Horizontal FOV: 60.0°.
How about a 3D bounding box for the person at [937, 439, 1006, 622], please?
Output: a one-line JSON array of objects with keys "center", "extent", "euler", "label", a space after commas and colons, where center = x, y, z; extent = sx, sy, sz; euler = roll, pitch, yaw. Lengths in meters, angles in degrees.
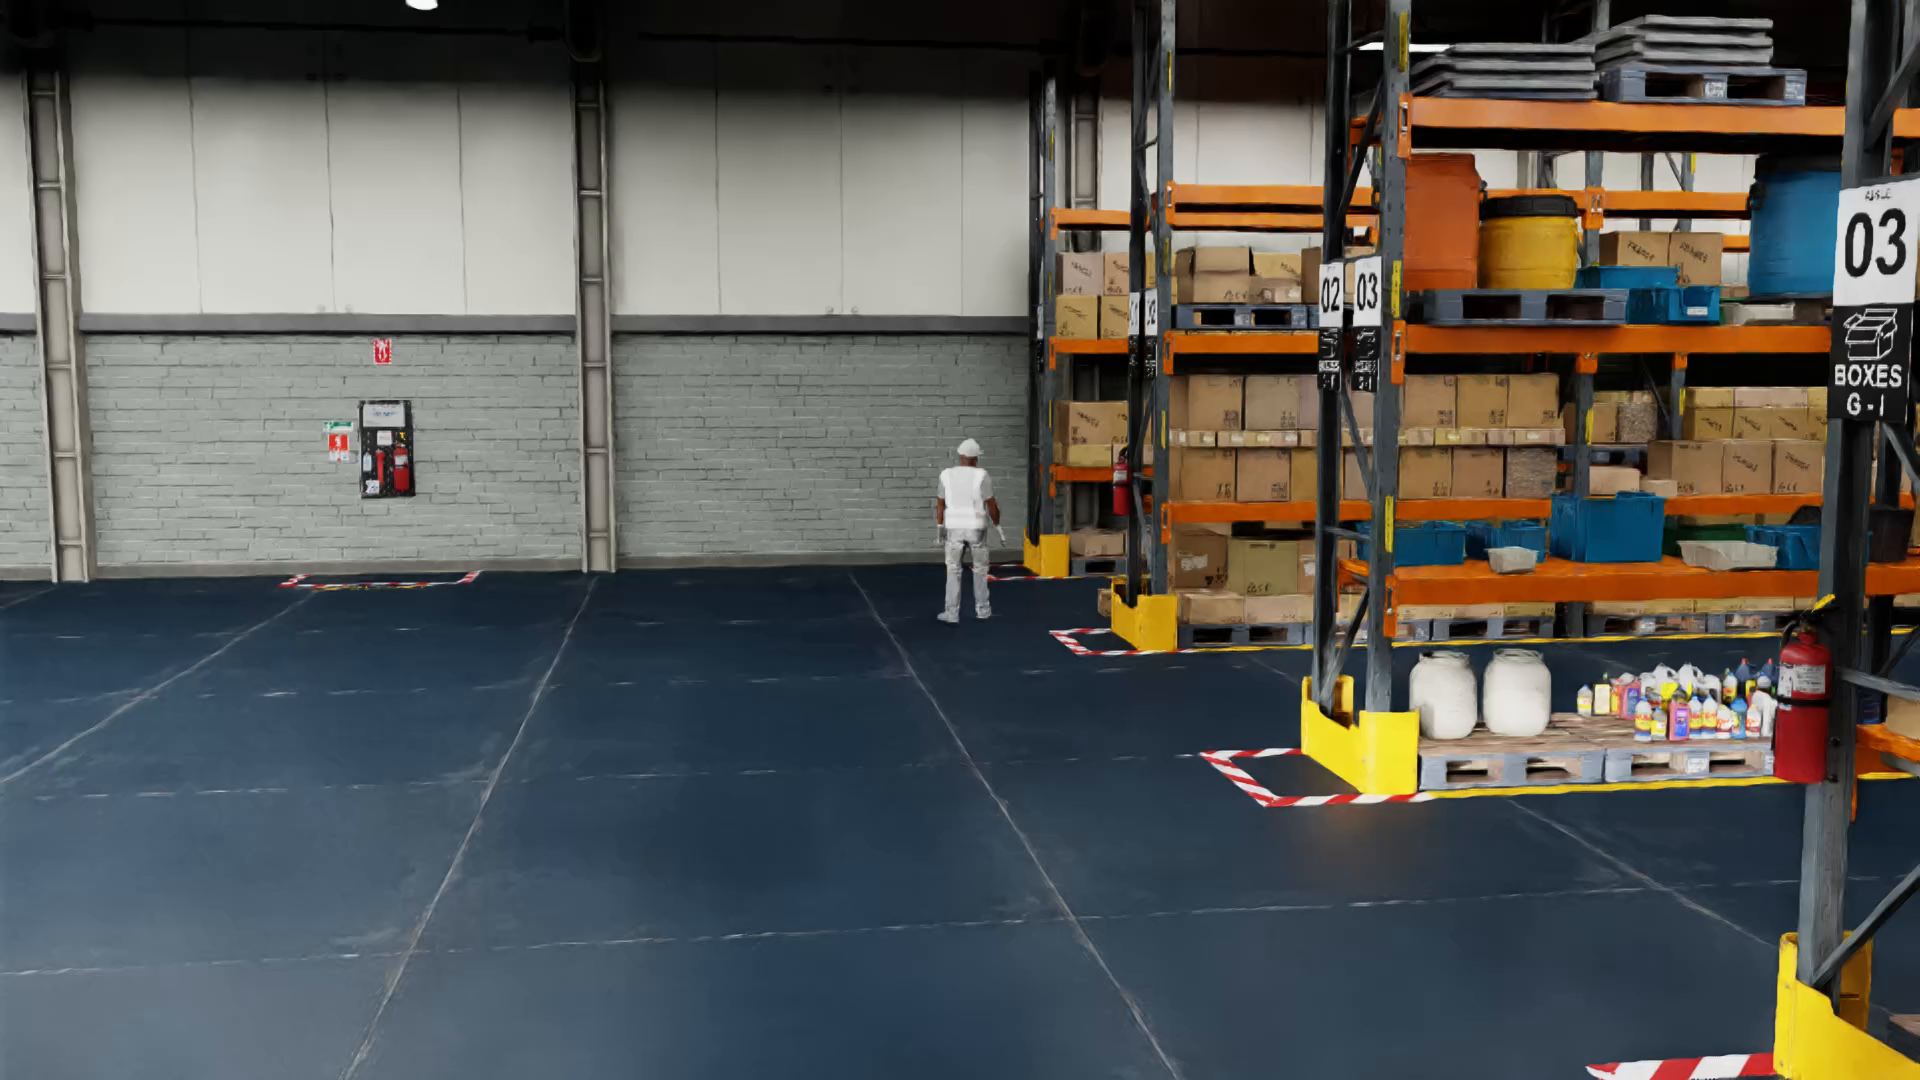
[{"center": [0.113, -0.106, 16.339], "extent": [0.690, 1.784, 0.581], "euler": [1, 6, 9], "label": "person"}]
